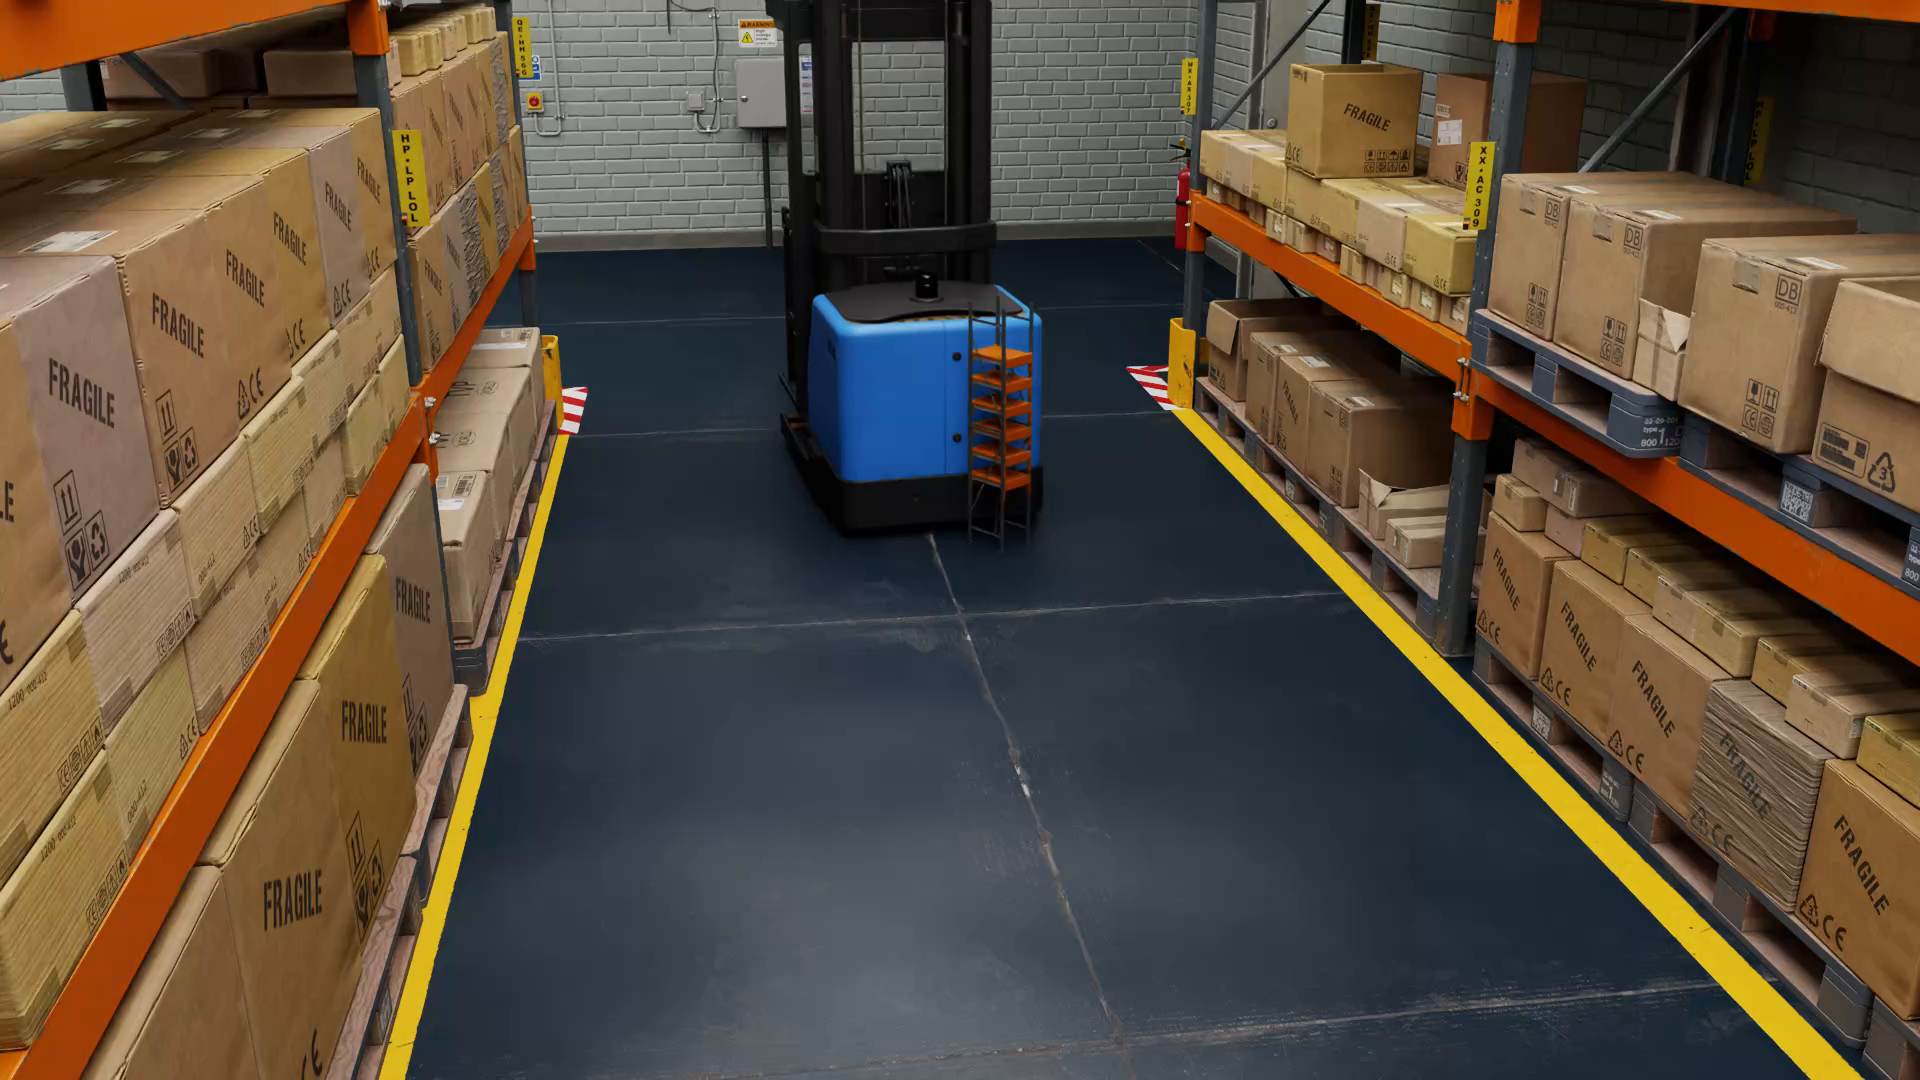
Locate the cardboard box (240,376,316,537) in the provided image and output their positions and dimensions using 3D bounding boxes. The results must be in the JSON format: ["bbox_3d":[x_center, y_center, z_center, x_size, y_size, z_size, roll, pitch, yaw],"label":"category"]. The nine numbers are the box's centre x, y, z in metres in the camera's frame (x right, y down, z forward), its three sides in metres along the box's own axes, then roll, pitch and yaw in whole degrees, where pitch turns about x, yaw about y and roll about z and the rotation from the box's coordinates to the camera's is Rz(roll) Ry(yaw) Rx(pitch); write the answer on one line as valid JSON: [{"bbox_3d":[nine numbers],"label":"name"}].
[{"bbox_3d":[-1.866,-0.199,3.962,0.500,0.250,0.500,-3,21,-7],"label":"cardboard box"}]

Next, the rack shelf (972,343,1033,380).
[{"bbox_3d":[0.191,-0.843,7.857,0.180,0.103,0.258,-19,28,-41],"label":"rack shelf"}]

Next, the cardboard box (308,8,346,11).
[{"bbox_3d":[-3.188,-2.588,8.359,0.380,0.149,0.250,-2,21,-6],"label":"cardboard box"}]

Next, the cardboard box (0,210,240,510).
[{"bbox_3d":[-1.814,-0.368,3.343,0.500,0.500,0.500,-2,21,-6],"label":"cardboard box"}]

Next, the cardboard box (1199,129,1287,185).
[{"bbox_3d":[1.712,-2.239,9.712,0.500,0.250,0.500,-3,21,-7],"label":"cardboard box"}]

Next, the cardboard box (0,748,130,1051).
[{"bbox_3d":[-1.666,0.569,2.619,0.500,0.250,0.500,-3,21,-9],"label":"cardboard box"}]

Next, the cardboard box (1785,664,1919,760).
[{"bbox_3d":[2.581,0.481,4.686,0.380,0.149,0.250,-4,21,-10],"label":"cardboard box"}]

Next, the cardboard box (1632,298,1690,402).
[{"bbox_3d":[2.311,-0.589,5.097,0.396,0.266,0.258,-2,21,-5],"label":"cardboard box"}]

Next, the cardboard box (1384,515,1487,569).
[{"bbox_3d":[2.119,0.006,7.389,0.380,0.149,0.250,-4,21,-9],"label":"cardboard box"}]

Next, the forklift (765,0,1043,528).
[{"bbox_3d":[-0.433,-1.912,9.147,1.130,2.935,3.031,-5,21,-13],"label":"forklift"}]

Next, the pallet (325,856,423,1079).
[{"bbox_3d":[-2.056,1.289,4.462,1.003,0.211,1.213,-3,21,-8],"label":"pallet"}]

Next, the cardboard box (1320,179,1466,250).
[{"bbox_3d":[2.030,-1.534,7.826,0.500,0.250,0.500,-3,21,-8],"label":"cardboard box"}]

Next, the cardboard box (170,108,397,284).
[{"bbox_3d":[-2.108,-1.077,5.240,0.500,0.500,0.500,-2,21,-6],"label":"cardboard box"}]

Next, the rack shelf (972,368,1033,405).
[{"bbox_3d":[0.191,-0.731,7.899,0.180,0.103,0.258,-19,28,-41],"label":"rack shelf"}]

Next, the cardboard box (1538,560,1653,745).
[{"bbox_3d":[2.424,0.382,5.879,0.500,0.500,0.500,-3,21,-8],"label":"cardboard box"}]

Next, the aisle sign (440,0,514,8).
[{"bbox_3d":[-2.701,-3.347,9.175,0.394,0.787,0.004,-3,21,-8],"label":"aisle sign"}]

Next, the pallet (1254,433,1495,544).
[{"bbox_3d":[2.213,-0.310,8.745,1.003,0.211,1.213,-3,21,-8],"label":"pallet"}]

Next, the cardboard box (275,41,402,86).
[{"bbox_3d":[-2.263,-1.733,6.070,0.380,0.149,0.250,-3,21,-7],"label":"cardboard box"}]

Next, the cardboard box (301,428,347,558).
[{"bbox_3d":[-1.981,-0.139,4.515,0.500,0.250,0.500,-3,21,-9],"label":"cardboard box"}]

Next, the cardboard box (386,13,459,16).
[{"bbox_3d":[-2.604,-2.438,7.958,0.380,0.149,0.250,-3,21,-8],"label":"cardboard box"}]

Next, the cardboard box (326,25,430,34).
[{"bbox_3d":[-2.444,-2.085,7.012,0.380,0.149,0.250,-3,21,-8],"label":"cardboard box"}]

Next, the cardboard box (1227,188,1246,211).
[{"bbox_3d":[1.772,-2.009,9.667,0.380,0.149,0.250,-2,21,-6],"label":"cardboard box"}]

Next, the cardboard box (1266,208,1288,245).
[{"bbox_3d":[1.826,-1.646,8.696,0.380,0.149,0.250,-4,21,-9],"label":"cardboard box"}]

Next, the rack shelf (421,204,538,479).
[{"bbox_3d":[-2.710,-1.059,7.793,1.077,0.370,4.000,-3,21,-8],"label":"rack shelf"}]

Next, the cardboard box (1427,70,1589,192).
[{"bbox_3d":[2.539,-1.905,7.746,0.500,0.500,0.500,-3,21,-9],"label":"cardboard box"}]

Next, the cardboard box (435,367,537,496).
[{"bbox_3d":[-2.664,-0.545,8.450,0.875,0.438,0.875,-2,21,-6],"label":"cardboard box"}]

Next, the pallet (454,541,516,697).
[{"bbox_3d":[-2.453,0.336,7.016,1.003,0.211,1.213,-3,21,-8],"label":"pallet"}]

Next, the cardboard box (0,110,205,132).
[{"bbox_3d":[-2.642,-1.052,5.174,0.500,0.500,0.500,-3,21,-7],"label":"cardboard box"}]

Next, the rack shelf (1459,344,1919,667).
[{"bbox_3d":[2.778,0.074,4.758,1.077,0.370,4.000,-3,21,-8],"label":"rack shelf"}]

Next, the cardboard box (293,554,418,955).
[{"bbox_3d":[-2.115,0.618,4.711,0.875,0.875,0.875,-2,21,-6],"label":"cardboard box"}]

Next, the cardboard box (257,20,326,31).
[{"bbox_3d":[-3.039,-2.232,7.405,0.380,0.149,0.250,-3,21,-9],"label":"cardboard box"}]

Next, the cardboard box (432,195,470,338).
[{"bbox_3d":[-2.298,-1.101,6.733,0.500,0.500,0.500,-3,21,-7],"label":"cardboard box"}]

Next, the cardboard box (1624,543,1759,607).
[{"bbox_3d":[2.496,0.127,5.634,0.380,0.149,0.250,-3,21,-9],"label":"cardboard box"}]

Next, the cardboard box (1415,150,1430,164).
[{"bbox_3d":[2.382,-1.913,8.840,0.500,0.250,0.500,-2,21,-6],"label":"cardboard box"}]

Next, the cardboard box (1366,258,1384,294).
[{"bbox_3d":[2.063,-1.205,7.515,0.380,0.149,0.250,-2,21,-6],"label":"cardboard box"}]

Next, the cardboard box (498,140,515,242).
[{"bbox_3d":[-2.609,-1.807,8.625,0.500,0.500,0.500,-3,21,-9],"label":"cardboard box"}]

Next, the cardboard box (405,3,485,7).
[{"bbox_3d":[-2.748,-2.793,8.909,0.380,0.149,0.250,-3,21,-7],"label":"cardboard box"}]

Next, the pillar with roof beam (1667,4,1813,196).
[{"bbox_3d":[-0.978,-3.835,5.623,9.100,9.000,0.400,-3,21,-8],"label":"pillar with roof beam"}]

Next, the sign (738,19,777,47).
[{"bbox_3d":[-1.819,-4.551,14.933,0.339,0.242,0.001,-3,21,-8],"label":"sign"}]

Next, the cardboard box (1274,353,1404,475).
[{"bbox_3d":[1.970,-0.663,8.677,0.500,0.500,0.500,-3,21,-7],"label":"cardboard box"}]

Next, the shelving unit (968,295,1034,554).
[{"bbox_3d":[0.191,-0.548,7.967,0.189,1.200,0.258,-19,28,-41],"label":"shelving unit"}]

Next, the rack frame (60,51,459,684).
[{"bbox_3d":[-2.421,-0.704,5.813,1.000,3.000,0.127,-3,21,-8],"label":"rack frame"}]

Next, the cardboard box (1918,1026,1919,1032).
[{"bbox_3d":[2.731,1.095,3.971,0.500,0.500,0.500,-3,21,-9],"label":"cardboard box"}]

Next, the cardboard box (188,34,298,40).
[{"bbox_3d":[-2.792,-1.884,6.473,0.380,0.149,0.250,-3,21,-8],"label":"cardboard box"}]

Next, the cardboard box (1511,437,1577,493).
[{"bbox_3d":[2.338,-0.290,6.325,0.380,0.149,0.250,-3,21,-9],"label":"cardboard box"}]

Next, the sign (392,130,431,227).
[{"bbox_3d":[-1.886,-1.240,5.706,0.100,0.325,0.005,-3,21,-8],"label":"sign"}]

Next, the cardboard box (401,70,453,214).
[{"bbox_3d":[-2.317,-1.571,6.564,0.500,0.500,0.500,-3,21,-8],"label":"cardboard box"}]

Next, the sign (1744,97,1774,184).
[{"bbox_3d":[3.039,-1.527,6.362,0.100,0.325,0.005,-3,21,-8],"label":"sign"}]

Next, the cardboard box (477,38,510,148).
[{"bbox_3d":[-2.588,-2.269,8.433,0.500,0.500,0.500,-3,21,-8],"label":"cardboard box"}]
